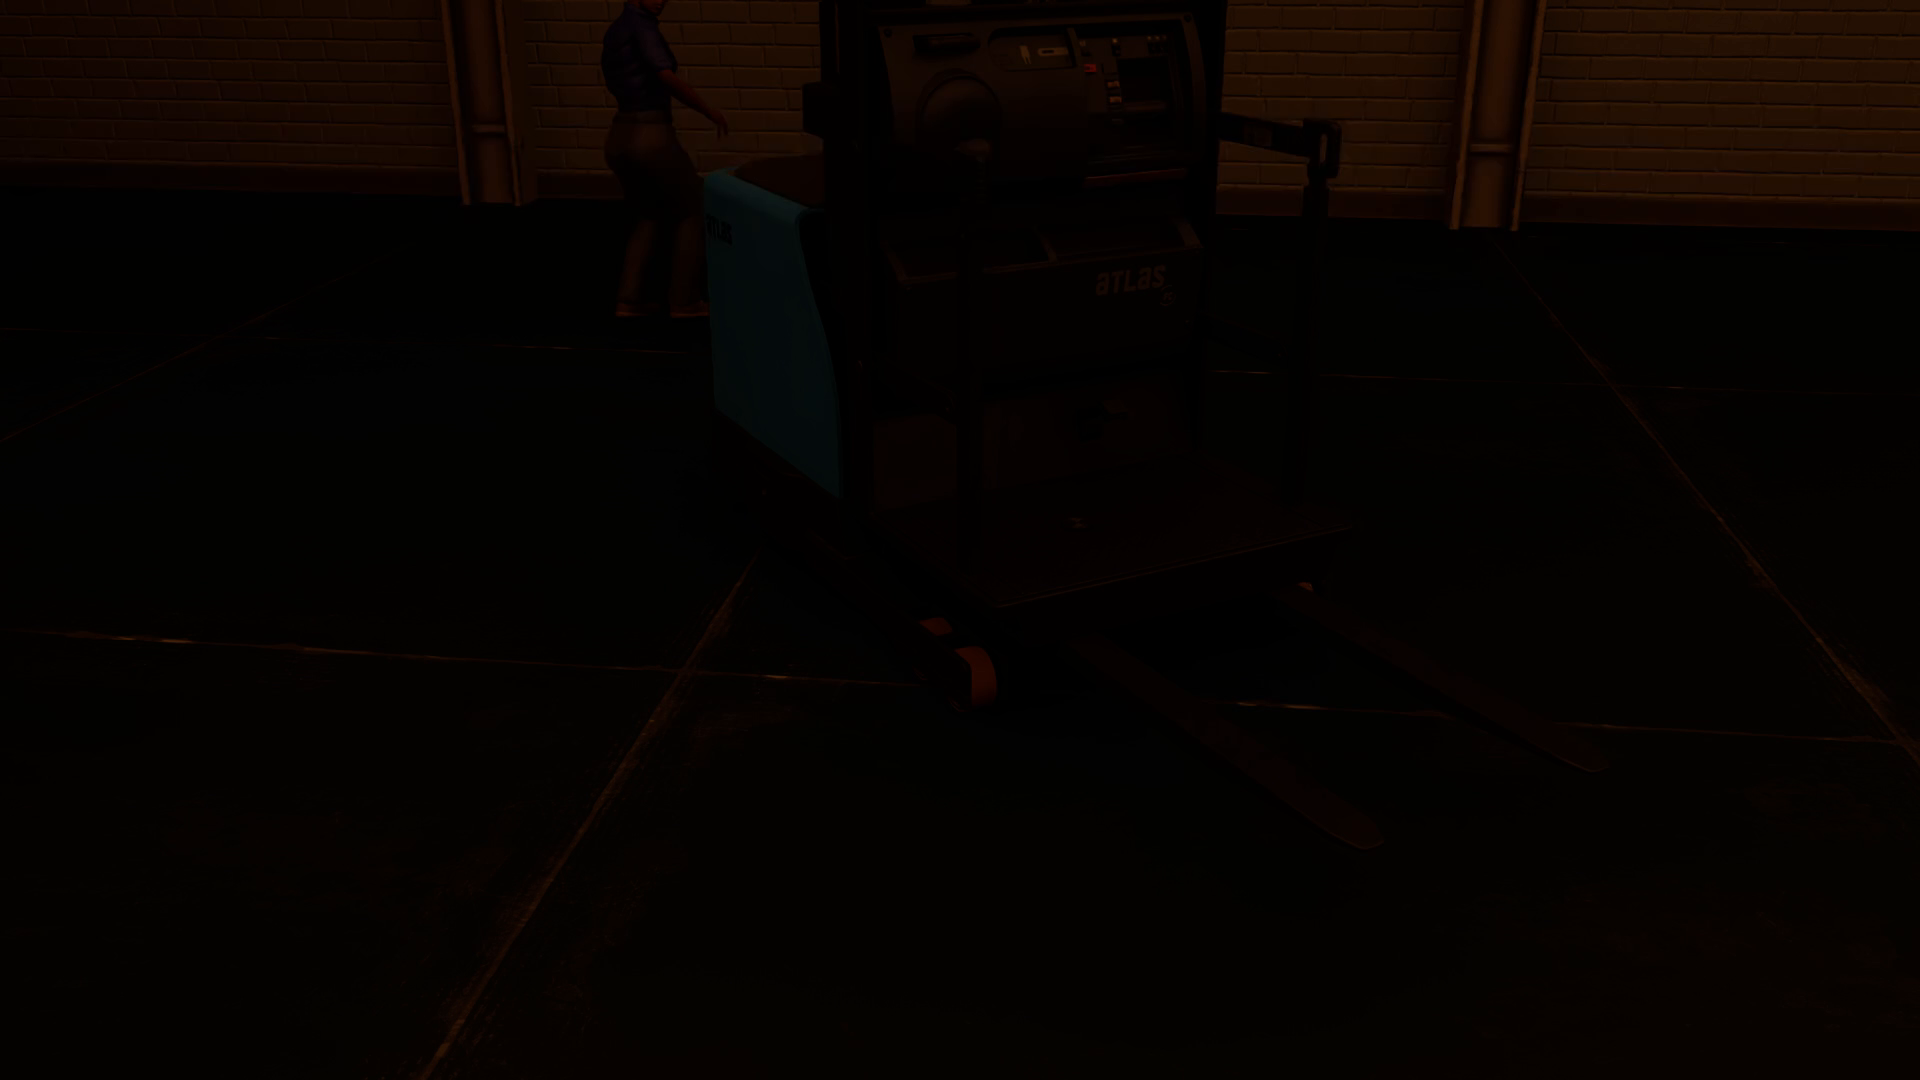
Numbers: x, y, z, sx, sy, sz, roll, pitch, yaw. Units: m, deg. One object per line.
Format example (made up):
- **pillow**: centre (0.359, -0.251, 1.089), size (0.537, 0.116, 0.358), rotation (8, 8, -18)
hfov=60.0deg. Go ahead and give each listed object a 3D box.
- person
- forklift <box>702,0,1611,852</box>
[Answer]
- **person**: centre (-1.353, -1.774, 7.491), size (0.523, 1.608, 0.690), rotation (-19, 28, -38)
- **forklift**: centre (0.329, -1.125, 4.046), size (1.130, 2.935, 3.031), rotation (-11, 25, -26)
